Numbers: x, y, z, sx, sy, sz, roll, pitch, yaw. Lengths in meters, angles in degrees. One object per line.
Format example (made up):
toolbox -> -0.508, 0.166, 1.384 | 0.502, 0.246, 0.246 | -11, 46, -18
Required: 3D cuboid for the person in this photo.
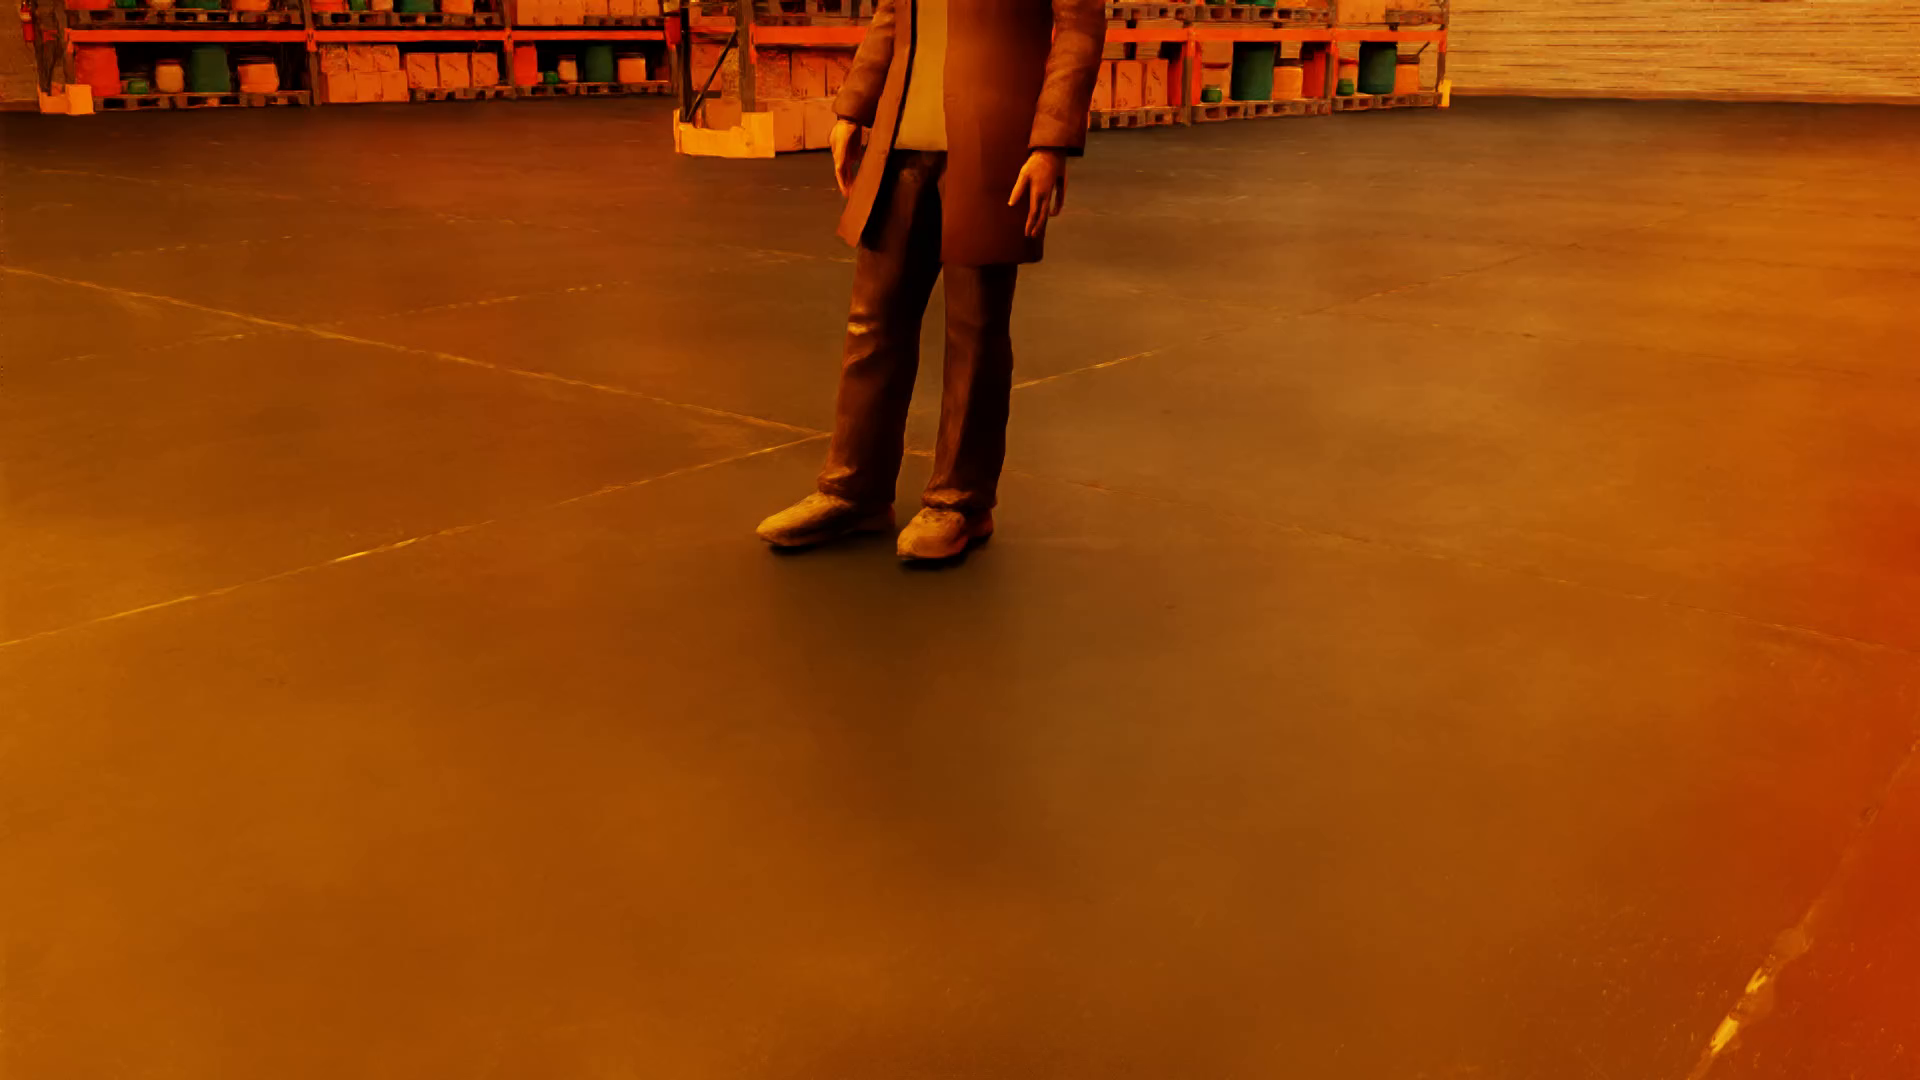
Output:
person -> -0.062, -0.838, 3.617 | 0.694, 1.776, 0.580 | 13, 21, 37
